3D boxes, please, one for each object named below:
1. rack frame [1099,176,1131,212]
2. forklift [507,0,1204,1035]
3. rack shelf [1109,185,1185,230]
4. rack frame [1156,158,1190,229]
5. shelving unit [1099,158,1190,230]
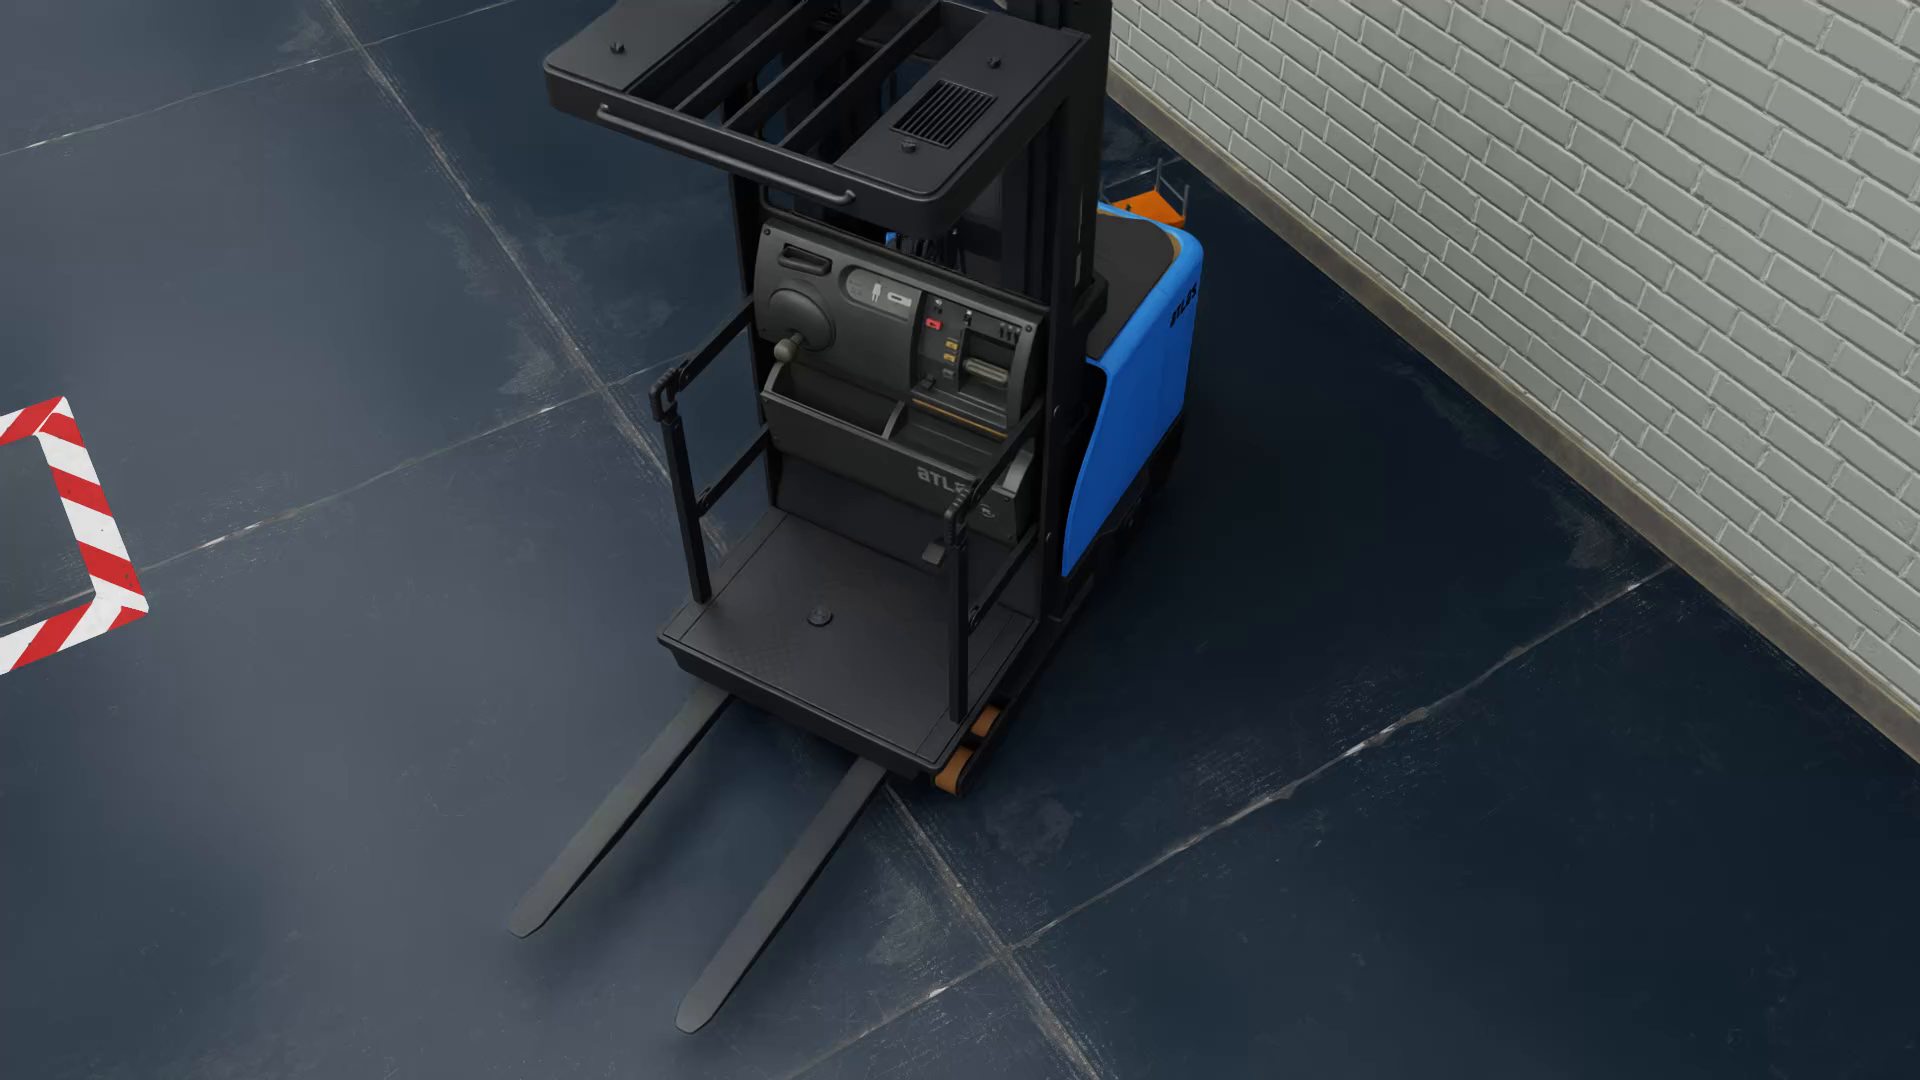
[{"bbox_3d":[0.560,-0.901,6.349,0.008,1.050,0.200,-21,51,-18],"label":"rack frame"},{"bbox_3d":[-0.305,-0.532,4.761,1.130,2.935,3.031,23,52,19],"label":"forklift"},{"bbox_3d":[0.668,-1.124,6.182,0.240,0.259,0.215,-21,51,-18],"label":"rack shelf"},{"bbox_3d":[0.777,-0.984,6.423,0.008,1.050,0.200,-21,51,-18],"label":"rack frame"},{"bbox_3d":[0.669,-0.942,6.386,0.252,1.050,0.215,-21,51,-18],"label":"shelving unit"}]
